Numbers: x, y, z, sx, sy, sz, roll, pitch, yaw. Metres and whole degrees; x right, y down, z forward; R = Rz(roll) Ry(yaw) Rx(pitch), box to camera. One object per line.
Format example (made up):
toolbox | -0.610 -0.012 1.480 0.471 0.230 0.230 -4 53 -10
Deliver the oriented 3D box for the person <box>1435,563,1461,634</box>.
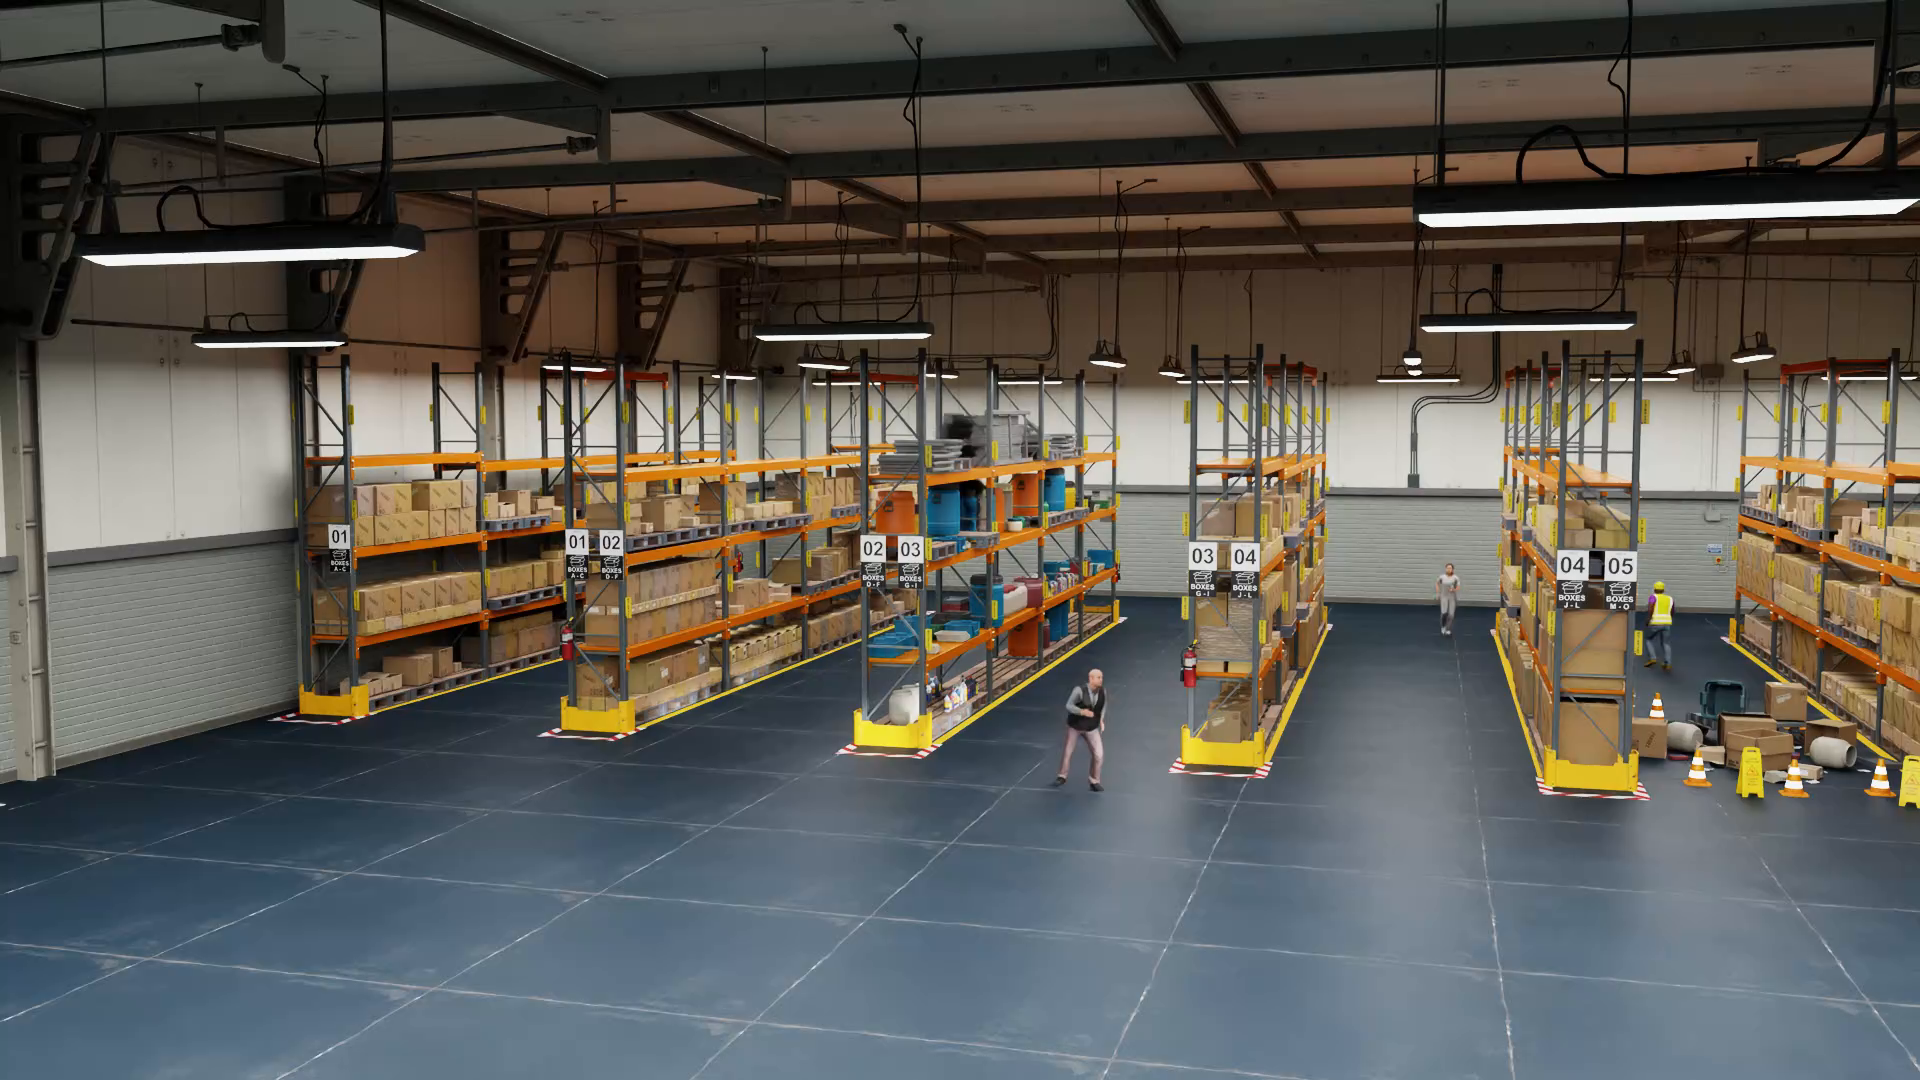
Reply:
person | 11.058 1.343 37.673 0.541 1.631 0.622 1 4 13

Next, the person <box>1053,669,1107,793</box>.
person | 1.663 2.535 22.242 0.734 1.658 0.847 -1 4 -14

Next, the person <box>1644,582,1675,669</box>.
person | 13.798 1.688 32.774 0.644 1.706 0.945 0 4 3
